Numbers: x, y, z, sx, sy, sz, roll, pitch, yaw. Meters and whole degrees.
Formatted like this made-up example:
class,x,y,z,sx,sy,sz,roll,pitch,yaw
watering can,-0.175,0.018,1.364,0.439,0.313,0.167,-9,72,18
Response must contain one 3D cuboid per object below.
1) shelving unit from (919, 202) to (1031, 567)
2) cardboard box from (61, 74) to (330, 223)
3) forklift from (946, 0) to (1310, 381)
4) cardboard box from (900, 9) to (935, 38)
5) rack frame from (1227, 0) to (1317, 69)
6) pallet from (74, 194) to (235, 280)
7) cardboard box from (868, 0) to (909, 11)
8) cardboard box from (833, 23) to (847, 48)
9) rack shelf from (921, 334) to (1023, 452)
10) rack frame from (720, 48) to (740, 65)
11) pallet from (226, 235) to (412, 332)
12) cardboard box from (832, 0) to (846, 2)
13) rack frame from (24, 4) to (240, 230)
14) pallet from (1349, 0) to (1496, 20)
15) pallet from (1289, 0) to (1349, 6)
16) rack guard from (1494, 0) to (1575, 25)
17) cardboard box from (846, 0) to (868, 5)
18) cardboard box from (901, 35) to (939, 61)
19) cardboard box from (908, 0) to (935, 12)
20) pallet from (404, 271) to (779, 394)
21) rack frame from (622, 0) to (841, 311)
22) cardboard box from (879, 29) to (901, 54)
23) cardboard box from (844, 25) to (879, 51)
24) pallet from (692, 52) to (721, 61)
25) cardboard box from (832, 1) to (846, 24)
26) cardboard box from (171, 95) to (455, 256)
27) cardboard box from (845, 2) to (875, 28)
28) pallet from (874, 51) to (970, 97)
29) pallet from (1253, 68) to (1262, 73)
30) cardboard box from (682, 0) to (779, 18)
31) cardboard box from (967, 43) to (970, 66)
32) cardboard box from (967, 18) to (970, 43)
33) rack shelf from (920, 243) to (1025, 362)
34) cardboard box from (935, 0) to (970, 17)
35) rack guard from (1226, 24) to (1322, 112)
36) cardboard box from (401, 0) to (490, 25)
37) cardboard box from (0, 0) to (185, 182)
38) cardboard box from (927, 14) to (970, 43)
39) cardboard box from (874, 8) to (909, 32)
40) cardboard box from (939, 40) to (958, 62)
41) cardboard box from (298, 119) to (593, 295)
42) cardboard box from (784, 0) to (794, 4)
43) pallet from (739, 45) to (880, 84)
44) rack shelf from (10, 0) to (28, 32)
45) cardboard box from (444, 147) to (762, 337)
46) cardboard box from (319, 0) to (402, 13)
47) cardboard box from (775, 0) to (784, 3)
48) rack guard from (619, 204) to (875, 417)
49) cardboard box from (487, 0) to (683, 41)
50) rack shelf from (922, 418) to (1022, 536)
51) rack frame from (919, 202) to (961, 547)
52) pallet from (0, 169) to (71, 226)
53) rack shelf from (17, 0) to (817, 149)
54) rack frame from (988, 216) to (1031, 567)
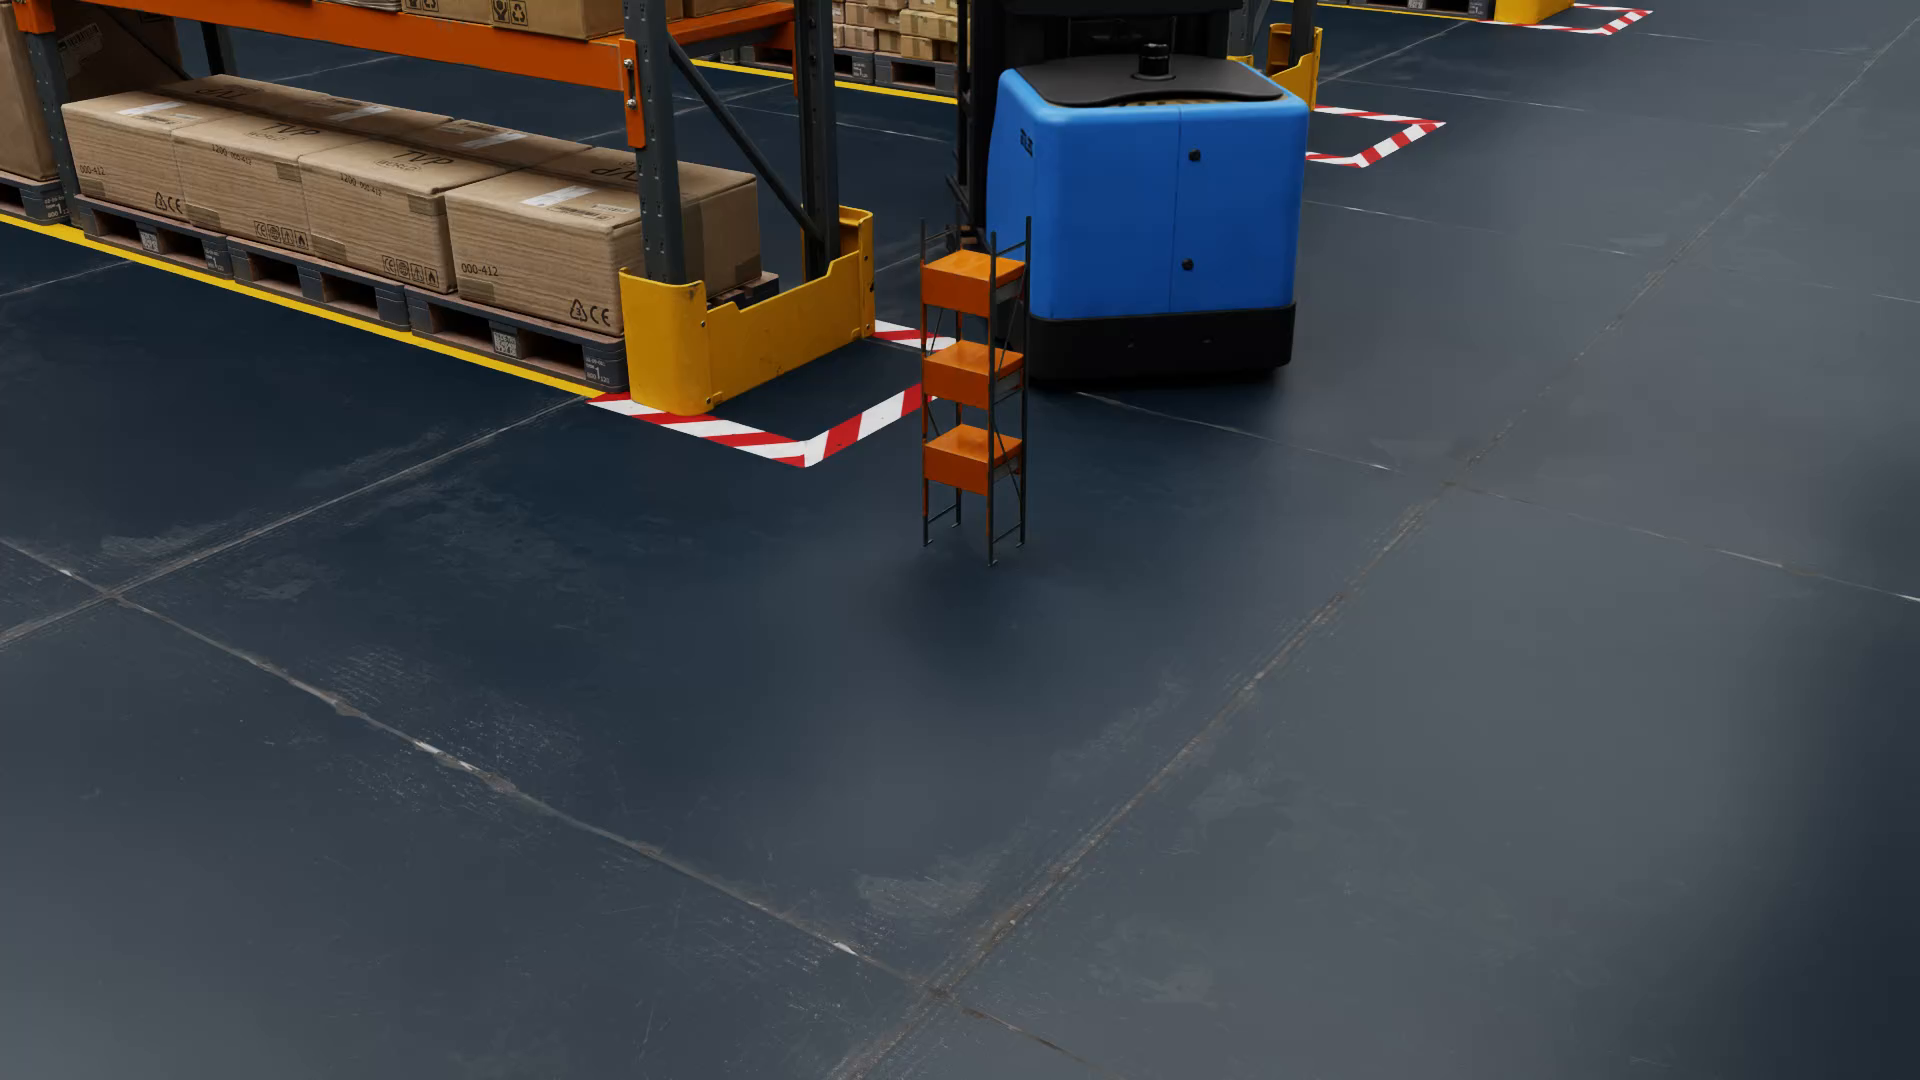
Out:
class,x,y,z,sx,sy,sz,roll,pitch,yaw
shelving unit,0.044,-0.454,4.985,0.252,1.050,0.215,17,32,30
cardboard box,-3.661,-1.921,8.080,0.875,0.438,0.875,17,31,30
forklift,0.542,-2.551,7.031,1.130,2.935,3.031,-4,27,-8
cardboard box,-0.194,-3.472,11.117,0.250,0.149,0.380,17,32,30
rack frame,1.899,-3.927,9.659,0.127,3.000,1.000,17,32,30
pallet,-3.535,-1.610,8.181,1.213,0.211,1.003,17,32,30
cardboard box,-0.411,-3.676,11.191,0.250,0.149,0.380,18,32,31
cardboard box,-0.827,-3.544,11.587,0.250,0.149,0.380,17,32,30
rack shelf,0.044,-0.445,4.990,0.240,0.259,0.215,17,32,30
rack frame,-1.399,-4.954,11.677,0.127,3.000,1.000,17,32,30
pallet,-2.526,-1.297,7.566,1.213,0.211,1.003,17,32,30
cardboard box,-0.802,-3.830,11.494,0.250,0.149,0.380,17,31,30
rack frame,-4.118,-3.077,7.990,0.127,3.000,1.000,17,32,30
pallet,4.087,-4.689,14.230,1.213,0.211,1.003,17,32,30
pallet,3.085,-5.002,14.846,1.213,0.211,1.003,17,32,30
rack guard,4.810,-4.635,13.807,0.348,0.500,1.175,17,32,30
cardboard box,-0.574,-3.772,11.379,0.250,0.149,0.380,16,31,29
cardboard box,-0.188,-3.339,11.184,0.250,0.149,0.380,16,31,29
cardboard box,-0.139,-3.637,11.114,0.250,0.149,0.380,16,31,28
pallet,-1.524,-0.984,6.950,1.213,0.211,1.003,17,32,30
rack frame,-0.821,-2.050,5.972,0.127,3.000,1.000,17,32,30
cardboard box,-0.348,-3.442,11.386,0.250,0.149,0.380,16,31,28
cardboard box,-0.589,-3.498,11.496,0.250,0.149,0.380,17,31,29
pallet,-2.041,-3.911,12.702,1.213,0.211,1.003,17,32,30
cardboard box,-0.800,-3.710,11.585,0.250,0.149,0.380,17,32,30
cardboard box,-2.923,-1.692,7.629,0.875,0.438,0.875,16,31,29
cardboard box,-0.579,-3.640,11.447,0.250,0.149,0.380,16,31,28
pallet,0.185,-3.239,11.382,1.213,0.211,1.003,17,32,30
pallet,1.186,-2.925,10.766,1.213,0.211,1.003,17,32,30
cardboard box,-1.054,-2.325,6.402,0.500,0.500,0.500,17,32,30
cardboard box,0.238,-3.207,10.925,0.250,0.149,0.380,18,32,31
cardboard box,0.238,-3.339,10.855,0.250,0.149,0.380,19,33,33
rack shelf,0.044,-0.698,4.861,0.240,0.259,0.215,17,32,30
cardboard box,0.042,-3.559,10.960,0.250,0.149,0.380,17,32,31
rack guard,1.836,-2.832,10.264,0.348,0.500,1.175,17,32,30
cardboard box,-1.773,-2.254,6.262,0.500,0.500,0.500,17,31,29
cardboard box,-4.674,-2.447,8.631,0.875,0.875,0.875,18,32,32
cardboard box,-0.005,-3.399,10.974,0.250,0.149,0.380,18,32,31
cardboard box,-0.366,-3.560,11.291,0.250,0.149,0.380,19,33,33
cardboard box,0.072,-3.300,11.108,0.250,0.149,0.380,18,32,32
cardboard box,-2.180,-1.460,7.173,0.875,0.438,0.875,18,32,32
cardboard box,-1.022,-3.759,11.682,0.250,0.149,0.380,18,32,31
pallet,-0.825,-3.552,11.997,1.213,0.211,1.003,17,32,30
rack shelf,-5.766,-3.270,9.162,4.000,0.370,1.077,17,32,30
cardboard box,-1.421,-1.228,6.717,0.875,0.438,0.875,16,31,29
cardboard box,-2.203,-2.383,6.515,0.500,0.500,0.500,18,32,32
cardboard box,-1.281,-3.790,11.743,0.250,0.149,0.380,19,33,33
rack guard,-0.801,-0.930,6.526,0.348,0.500,1.175,17,32,30
cardboard box,-1.368,-2.120,5.998,0.500,0.500,0.500,18,32,31
rack shelf,0.044,-0.197,5.116,0.240,0.259,0.215,17,32,30
rack frame,-0.056,-0.485,5.046,0.008,1.050,0.200,17,32,30
pallet,-4.797,-2.005,8.956,1.213,0.211,1.003,17,32,30
rack shelf,-2.469,-2.243,7.144,4.000,0.370,1.077,17,32,30
rack frame,0.145,-0.423,4.923,0.008,1.050,0.200,17,32,30
